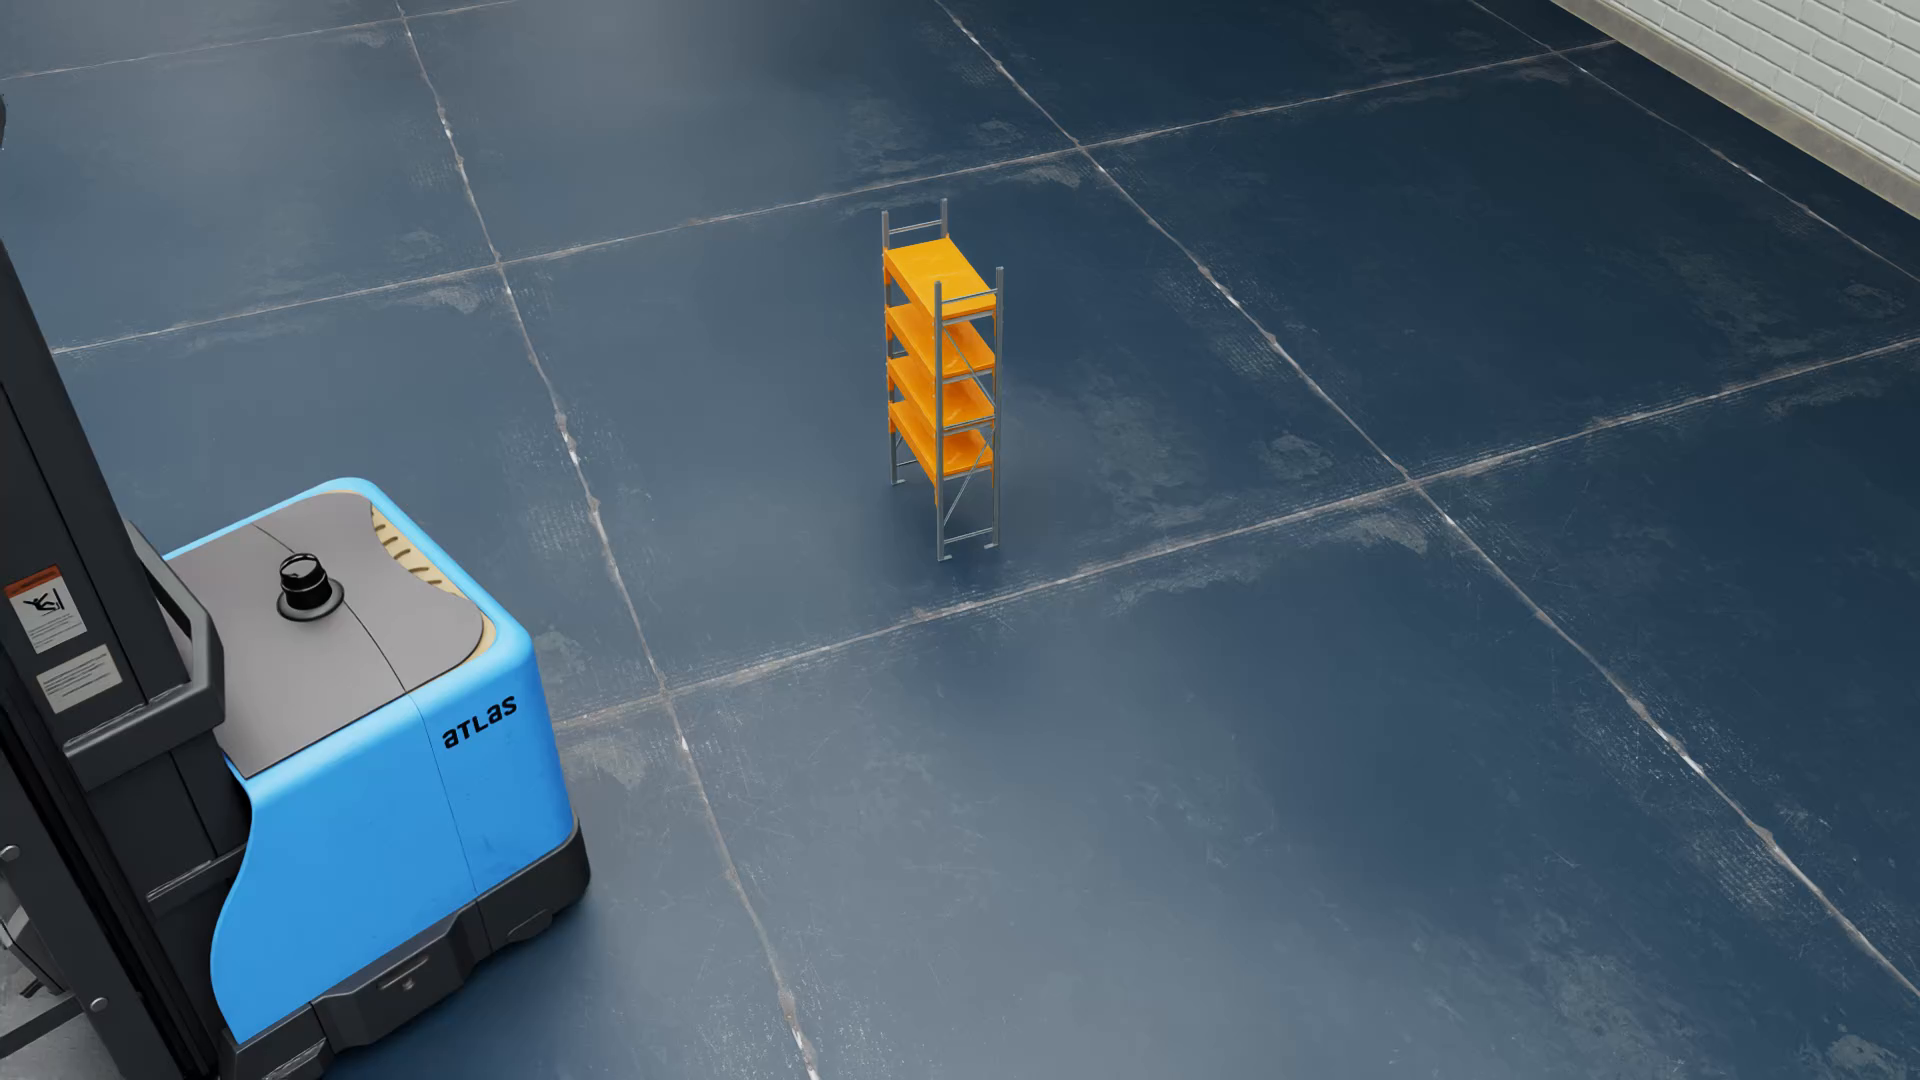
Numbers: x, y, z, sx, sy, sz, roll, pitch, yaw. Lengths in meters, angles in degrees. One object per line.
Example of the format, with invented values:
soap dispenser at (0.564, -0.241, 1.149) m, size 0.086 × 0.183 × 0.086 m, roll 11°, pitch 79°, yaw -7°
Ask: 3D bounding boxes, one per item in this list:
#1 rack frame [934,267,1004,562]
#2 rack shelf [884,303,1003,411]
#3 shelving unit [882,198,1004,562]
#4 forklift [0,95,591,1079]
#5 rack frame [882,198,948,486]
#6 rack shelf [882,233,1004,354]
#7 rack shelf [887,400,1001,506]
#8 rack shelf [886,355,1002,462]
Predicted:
rack frame at (0.030, -0.408, 5.804) m, size 0.240 × 1.200 × 0.015 m, roll -15°, pitch 43°, yaw -17°
rack shelf at (-0.063, -0.673, 5.873) m, size 0.258 × 0.148 × 0.480 m, roll -15°, pitch 43°, yaw -17°
shelving unit at (-0.063, -0.555, 5.975) m, size 0.258 × 1.200 × 0.503 m, roll -15°, pitch 43°, yaw -17°
forklift at (-2.530, 0.375, 3.566) m, size 3.031 × 2.935 × 1.130 m, roll -31°, pitch 49°, yaw -31°
rack frame at (-0.157, -0.702, 6.146) m, size 0.240 × 1.200 × 0.015 m, roll -15°, pitch 43°, yaw -17°
rack shelf at (-0.063, -0.853, 5.719) m, size 0.258 × 0.148 × 0.480 m, roll -15°, pitch 43°, yaw -17°
rack shelf at (-0.063, -0.353, 6.148) m, size 0.258 × 0.148 × 0.480 m, roll -15°, pitch 43°, yaw -17°
rack shelf at (-0.063, -0.504, 6.019) m, size 0.258 × 0.148 × 0.480 m, roll -15°, pitch 43°, yaw -17°
